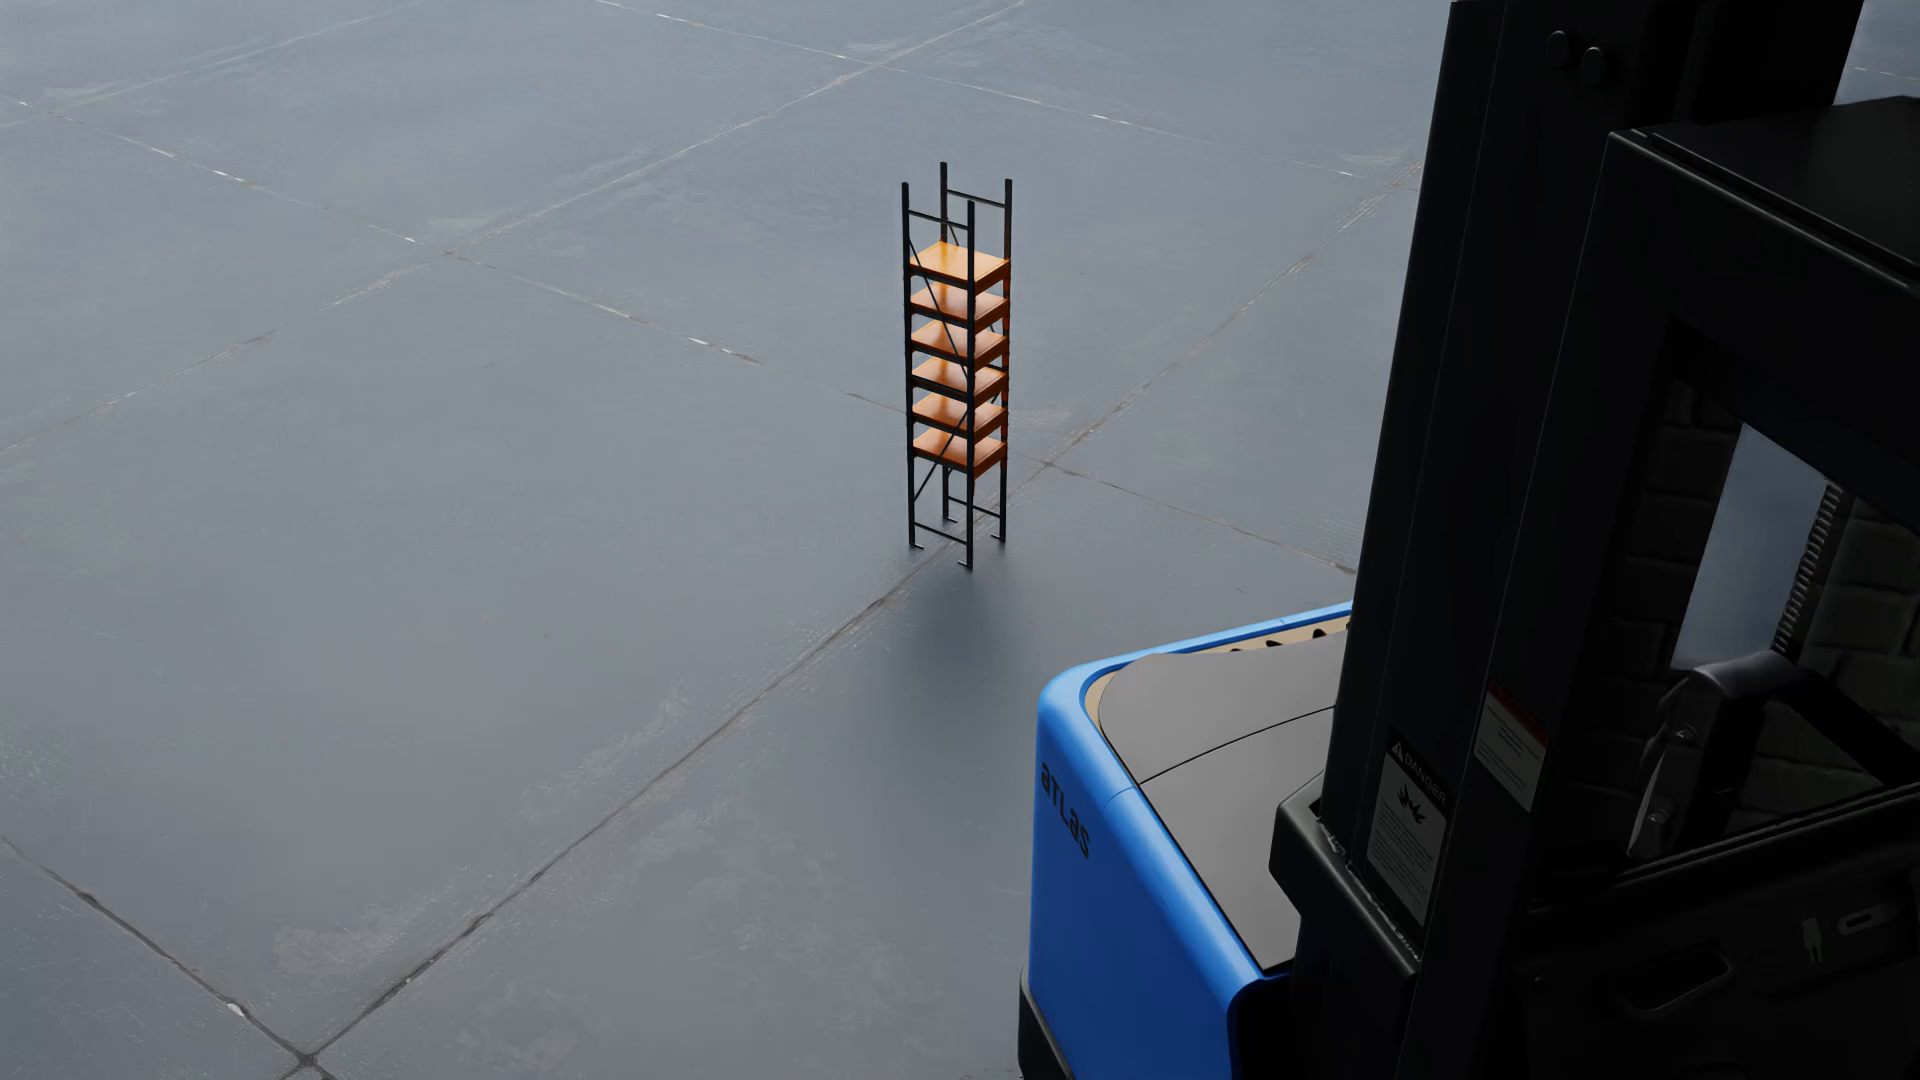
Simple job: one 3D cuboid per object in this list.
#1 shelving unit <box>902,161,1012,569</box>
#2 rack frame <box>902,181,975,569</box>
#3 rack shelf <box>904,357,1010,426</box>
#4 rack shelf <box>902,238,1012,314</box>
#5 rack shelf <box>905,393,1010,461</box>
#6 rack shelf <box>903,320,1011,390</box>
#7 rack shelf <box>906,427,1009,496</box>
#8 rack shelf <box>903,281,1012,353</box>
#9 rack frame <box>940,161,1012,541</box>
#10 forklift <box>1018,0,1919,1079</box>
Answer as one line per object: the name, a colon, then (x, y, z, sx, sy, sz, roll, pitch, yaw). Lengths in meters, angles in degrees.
shelving unit: (-0.008, -0.490, 4.904, 0.258, 1.200, 0.189, 21, 39, 28)
rack frame: (-0.060, -0.448, 4.842, 0.240, 1.200, 0.006, 21, 39, 28)
rack shelf: (-0.008, -0.454, 4.929, 0.258, 0.103, 0.180, 21, 39, 28)
rack shelf: (-0.008, -0.752, 4.727, 0.258, 0.103, 0.180, 21, 39, 28)
rack shelf: (-0.008, -0.354, 4.996, 0.258, 0.103, 0.180, 21, 39, 28)
rack shelf: (-0.008, -0.553, 4.862, 0.258, 0.103, 0.180, 21, 39, 28)
rack shelf: (-0.008, -0.255, 5.063, 0.258, 0.103, 0.180, 21, 39, 28)
rack shelf: (-0.008, -0.652, 4.794, 0.258, 0.103, 0.180, 21, 39, 28)
rack frame: (0.044, -0.532, 4.966, 0.240, 1.200, 0.006, 21, 39, 28)
forklift: (1.108, 0.595, 1.754, 1.130, 2.935, 3.031, -12, 36, -17)
